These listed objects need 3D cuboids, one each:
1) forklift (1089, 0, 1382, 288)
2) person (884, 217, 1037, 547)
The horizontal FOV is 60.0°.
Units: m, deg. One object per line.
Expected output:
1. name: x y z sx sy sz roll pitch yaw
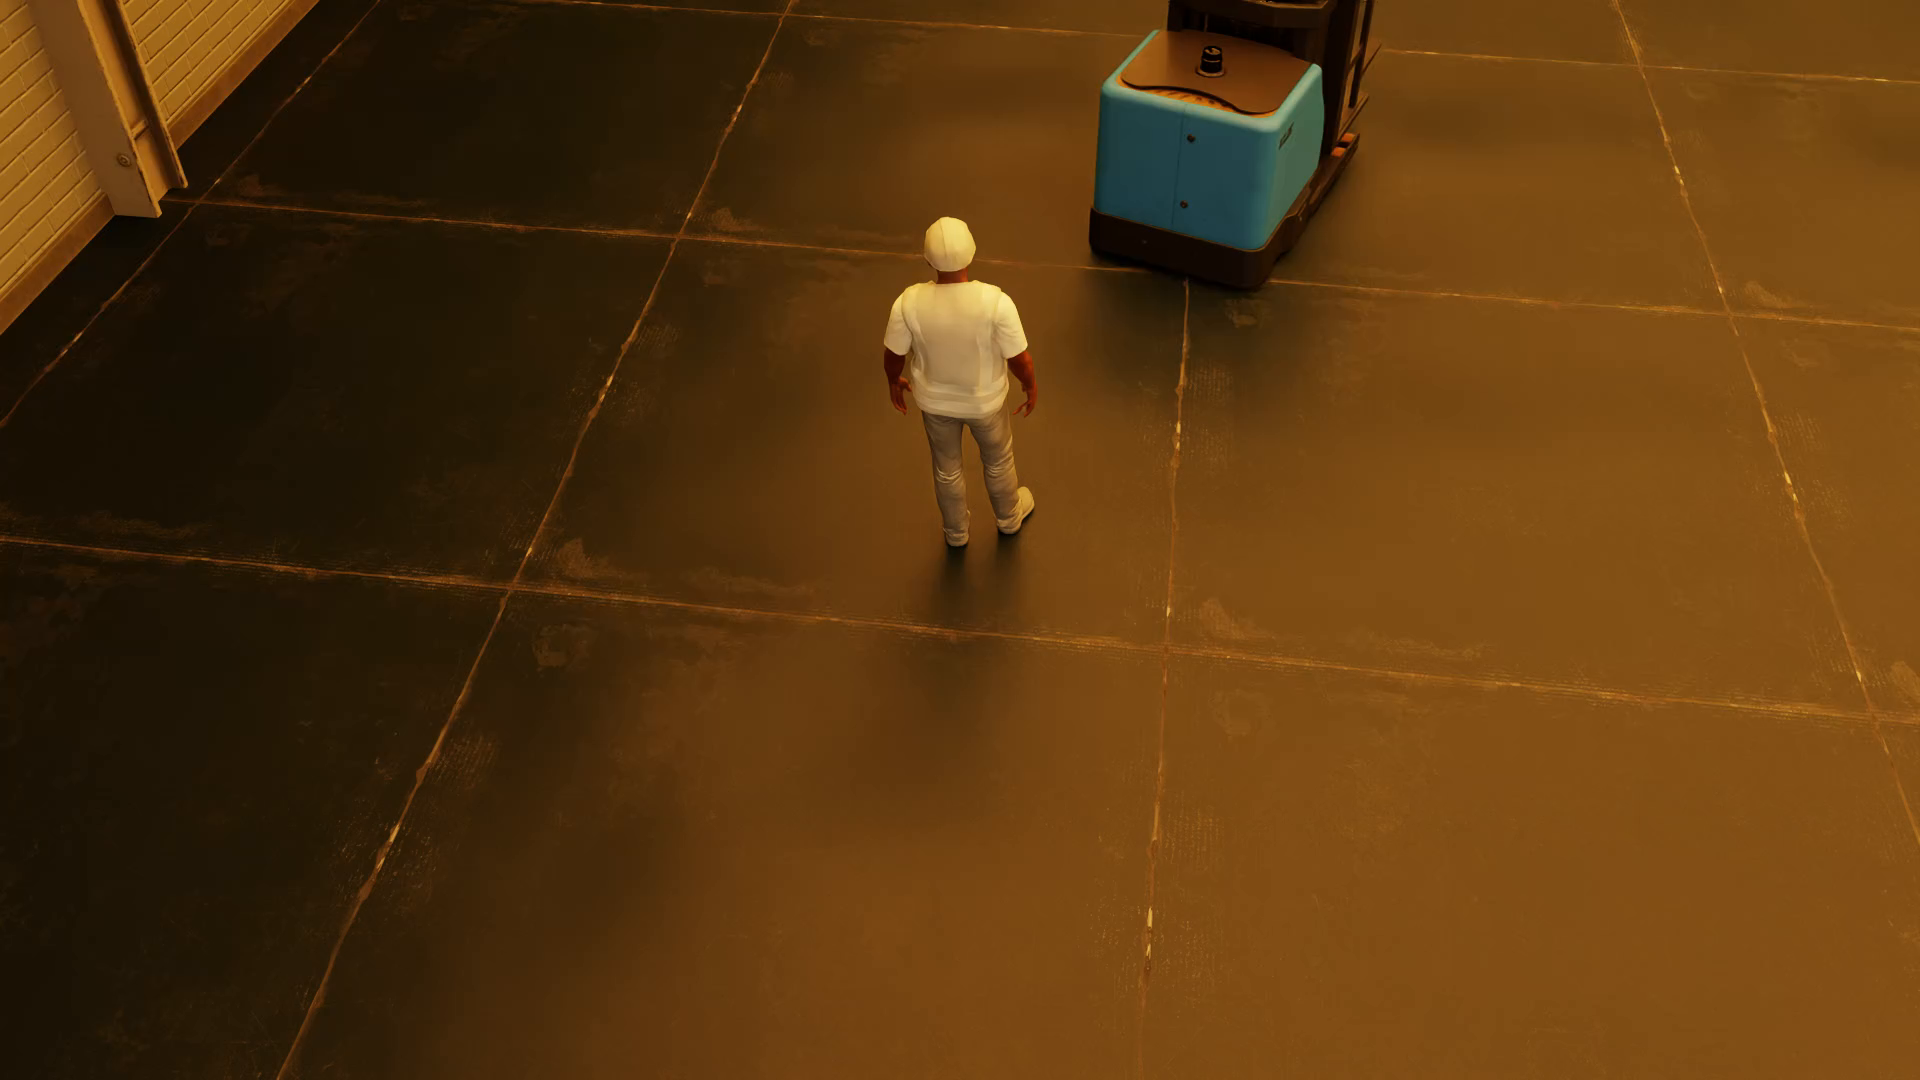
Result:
1. forklift: 1.865 -3.488 9.522 1.130 2.935 3.031 19 46 19
2. person: 0.015 -0.702 7.339 0.665 1.768 0.575 5 43 6
